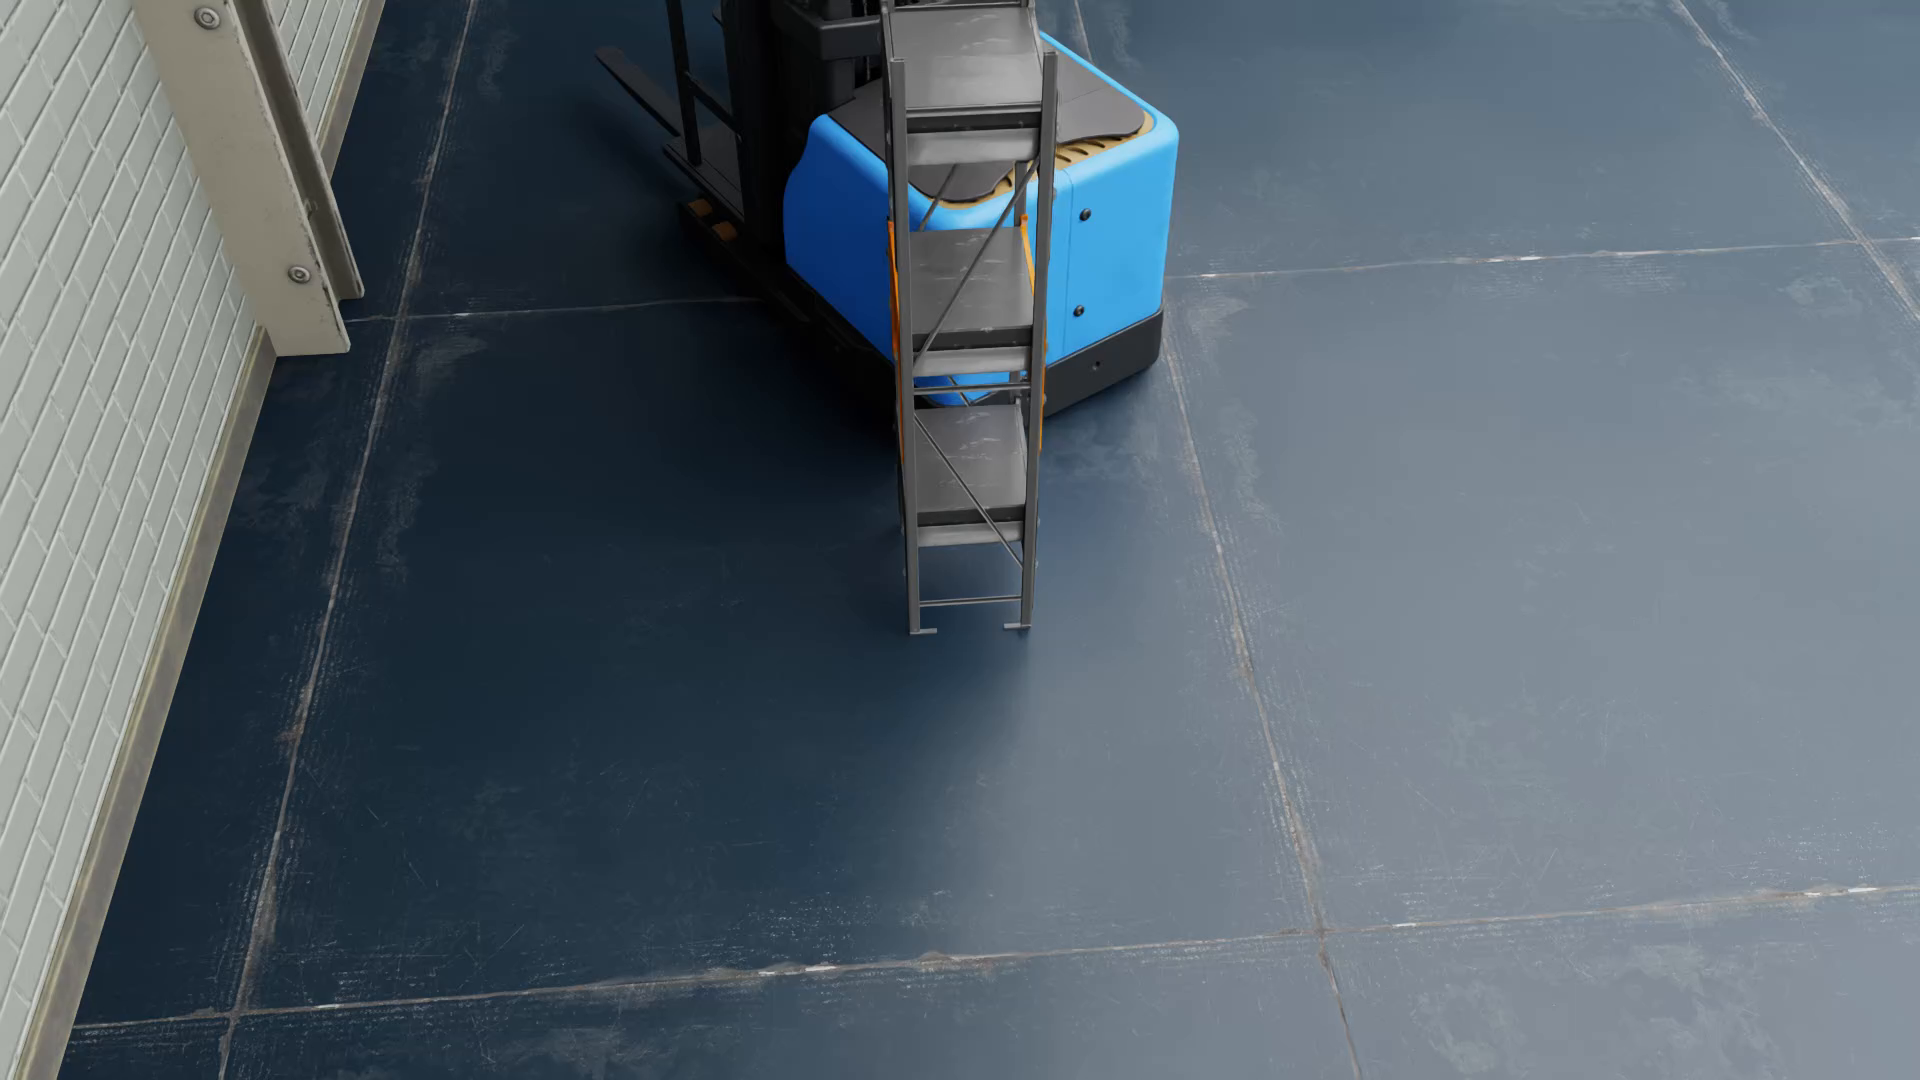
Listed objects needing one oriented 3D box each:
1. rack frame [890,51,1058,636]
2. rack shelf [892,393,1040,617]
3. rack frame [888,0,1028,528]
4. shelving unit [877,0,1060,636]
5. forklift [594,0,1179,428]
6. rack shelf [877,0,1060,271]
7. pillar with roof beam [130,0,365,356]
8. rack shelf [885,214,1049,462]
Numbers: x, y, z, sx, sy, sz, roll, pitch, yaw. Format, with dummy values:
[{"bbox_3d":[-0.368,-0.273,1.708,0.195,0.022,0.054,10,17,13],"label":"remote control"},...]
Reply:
[{"bbox_3d":[0.034,-0.426,4.707,0.400,2.100,0.015,-3,47,-3],"label":"rack frame"},{"bbox_3d":[0.014,-0.112,5.392,0.431,0.518,0.480,-3,47,-3],"label":"rack shelf"},{"bbox_3d":[-0.007,-0.779,5.041,0.400,2.100,0.015,-3,47,-3],"label":"rack frame"},{"bbox_3d":[0.014,-0.602,4.874,0.431,2.100,0.503,-3,47,-3],"label":"shelving unit"},{"bbox_3d":[-0.508,-2.330,5.938,1.130,2.935,3.031,-28,52,-24],"label":"forklift"},{"bbox_3d":[0.014,-1.074,4.376,0.431,0.518,0.480,-3,47,-3],"label":"rack shelf"},{"bbox_3d":[1.752,-4.217,3.546,9.100,9.000,0.400,-3,47,-3],"label":"pillar with roof beam"},{"bbox_3d":[0.014,-0.593,4.884,0.431,0.518,0.480,-3,47,-3],"label":"rack shelf"}]
